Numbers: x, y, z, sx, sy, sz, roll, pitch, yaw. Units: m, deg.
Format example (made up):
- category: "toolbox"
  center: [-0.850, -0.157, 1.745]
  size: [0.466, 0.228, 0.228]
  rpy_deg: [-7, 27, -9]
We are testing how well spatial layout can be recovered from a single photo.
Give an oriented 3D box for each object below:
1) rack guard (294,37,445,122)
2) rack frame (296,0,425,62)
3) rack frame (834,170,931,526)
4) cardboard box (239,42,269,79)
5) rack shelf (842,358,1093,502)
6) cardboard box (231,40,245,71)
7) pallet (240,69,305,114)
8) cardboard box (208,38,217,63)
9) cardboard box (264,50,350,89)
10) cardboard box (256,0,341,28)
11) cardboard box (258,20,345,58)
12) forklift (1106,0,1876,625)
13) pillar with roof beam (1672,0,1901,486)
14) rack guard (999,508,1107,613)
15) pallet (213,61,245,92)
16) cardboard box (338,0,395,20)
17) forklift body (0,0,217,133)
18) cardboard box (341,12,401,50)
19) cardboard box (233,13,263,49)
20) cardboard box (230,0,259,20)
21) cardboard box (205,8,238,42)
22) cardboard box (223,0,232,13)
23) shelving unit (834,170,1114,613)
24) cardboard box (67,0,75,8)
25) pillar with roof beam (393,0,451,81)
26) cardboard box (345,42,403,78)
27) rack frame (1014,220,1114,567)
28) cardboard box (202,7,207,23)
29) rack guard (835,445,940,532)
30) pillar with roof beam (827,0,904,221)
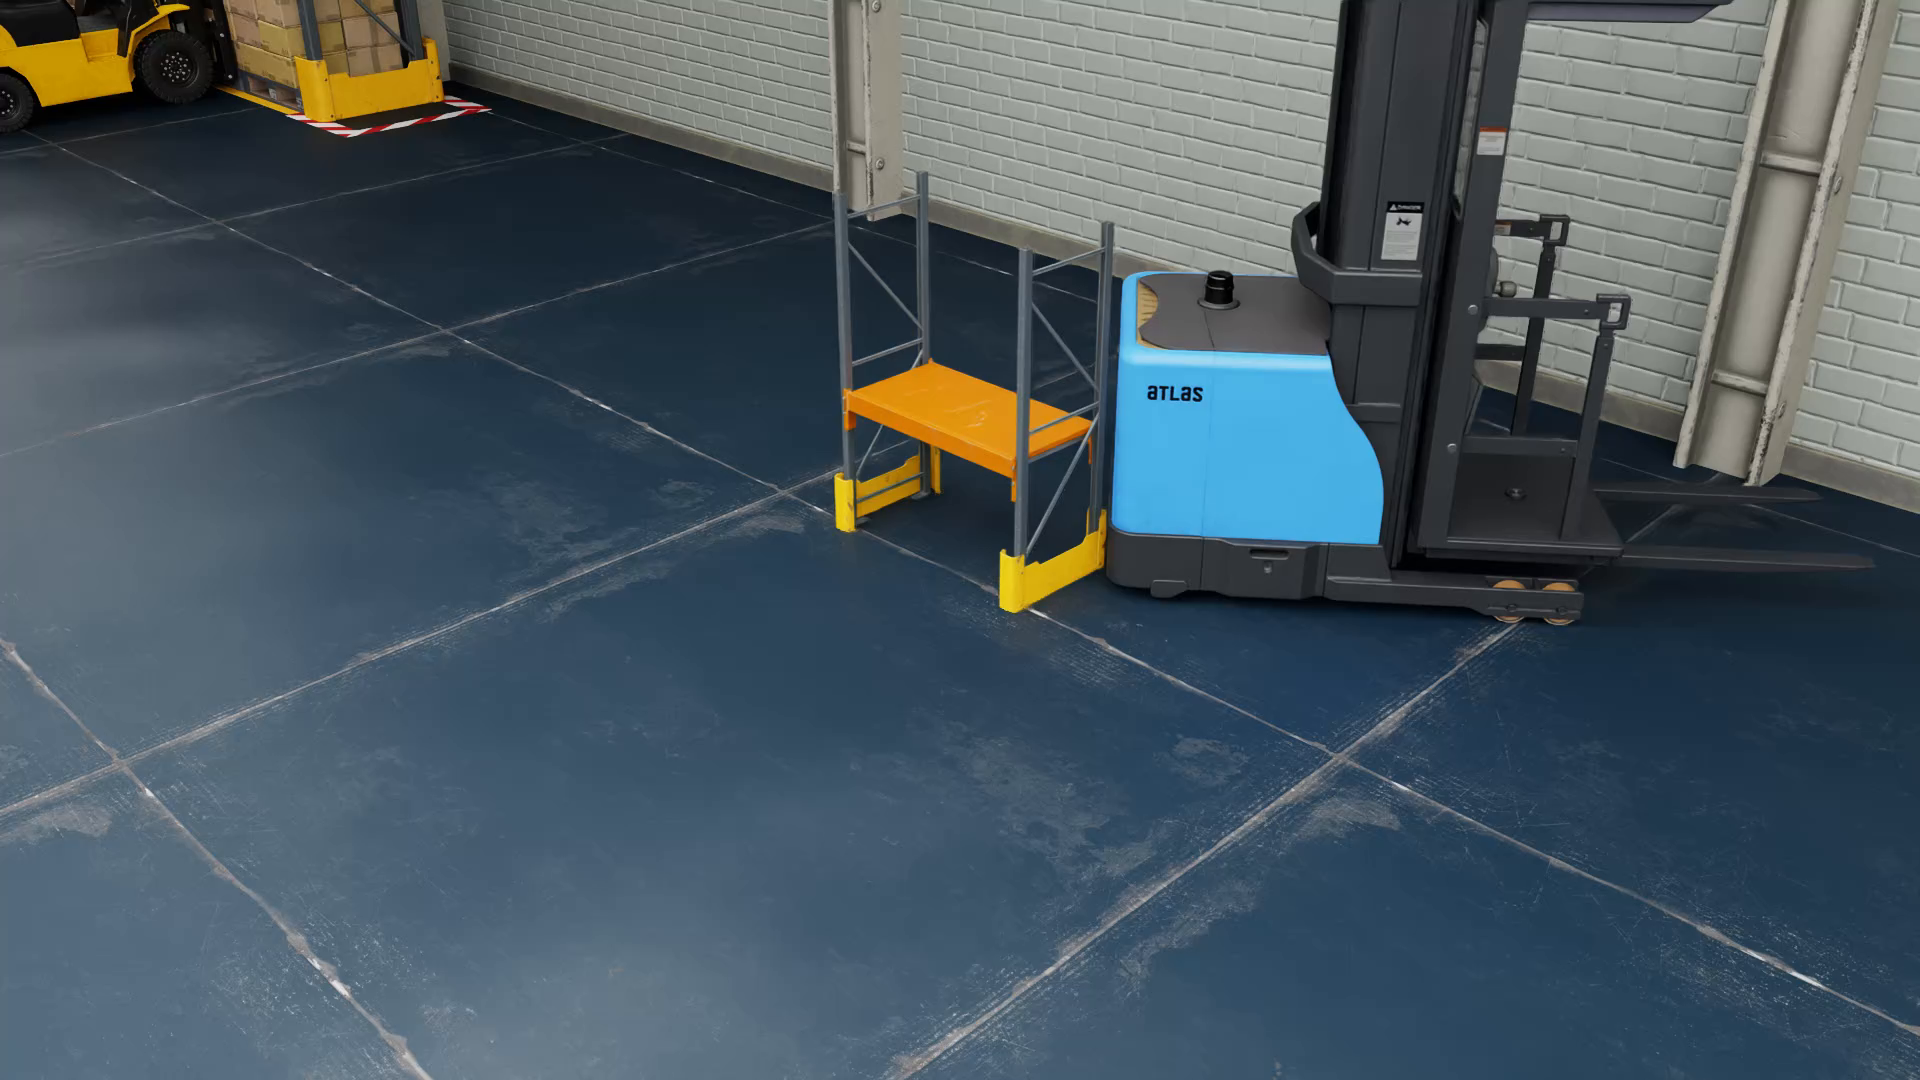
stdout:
- category: "rack guard"
  center: [-5.031, -3.946, 14.217]
  size: [0.348, 0.500, 1.175]
  rpy_deg: [25, 36, 38]
- category: "rack frame"
  center: [-5.048, -5.060, 13.651]
  size: [0.127, 3.000, 1.000]
  rpy_deg: [25, 36, 38]
- category: "rack frame"
  center: [-0.319, -0.804, 7.168]
  size: [0.032, 1.500, 0.500]
  rpy_deg: [25, 37, 39]
- category: "cardboard box"
  center: [-5.953, -4.243, 14.599]
  size: [0.500, 0.250, 0.500]
  rpy_deg: [25, 36, 38]
- category: "rack shelf"
  center: [0.041, -0.478, 6.934]
  size: [1.000, 0.185, 0.538]
  rpy_deg: [25, 37, 39]
- category: "cardboard box"
  center: [-6.303, -4.409, 14.916]
  size: [0.500, 0.250, 0.500]
  rpy_deg: [-25, 37, -39]
- category: "pallet"
  center: [-5.623, -4.062, 14.748]
  size: [1.213, 0.211, 1.003]
  rpy_deg: [25, 36, 38]
- category: "cardboard box"
  center: [-6.689, -4.571, 15.224]
  size: [0.500, 0.250, 0.500]
  rpy_deg: [-24, 36, -38]
- category: "cardboard box"
  center: [-5.605, -4.078, 14.285]
  size: [0.500, 0.250, 0.500]
  rpy_deg: [25, 37, 39]
- category: "cardboard box"
  center: [-5.595, -4.518, 14.049]
  size: [0.500, 0.250, 0.500]
  rpy_deg: [-24, 36, -38]
- category: "cardboard box"
  center: [-5.614, -4.305, 14.181]
  size: [0.500, 0.250, 0.500]
  rpy_deg: [24, 36, 38]
- category: "forklift"
  center: [2.149, -1.219, 6.420]
  size: [3.031, 2.935, 1.130]
  rpy_deg: [3, 28, 5]
- category: "pillar with roof beam"
  center: [0.626, -2.898, 3.092]
  size: [0.400, 9.000, 9.100]
  rpy_deg: [25, 36, 38]
- category: "rack guard"
  center: [0.388, 0.076, 6.836]
  size: [0.087, 0.250, 0.587]
  rpy_deg: [25, 37, 39]
- category: "pallet"
  center: [-6.489, -4.460, 15.505]
  size: [1.213, 0.211, 1.003]
  rpy_deg: [25, 36, 38]
- category: "cardboard box"
  center: [-5.258, -4.691, 14.378]
  size: [0.500, 0.250, 0.500]
  rpy_deg: [24, 36, 38]
- category: "forklift body"
  center: [-7.679, -4.698, 13.873]
  size: [1.214, 2.155, 2.313]
  rpy_deg: [25, 36, 38]
- category: "cardboard box"
  center: [-5.238, -4.473, 14.499]
  size: [0.500, 0.250, 0.500]
  rpy_deg: [-25, 36, -38]
- category: "cardboard box"
  center: [-5.965, -4.473, 14.499]
  size: [0.500, 0.250, 0.500]
  rpy_deg: [24, 36, 38]
- category: "cardboard box"
  center: [-5.963, -4.683, 14.362]
  size: [0.500, 0.250, 0.500]
  rpy_deg: [-25, 36, -38]
- category: "cardboard box"
  center: [-6.347, -4.634, 14.806]
  size: [0.500, 0.250, 0.500]
  rpy_deg: [24, 36, 37]
- category: "cardboard box"
  center: [-6.330, -4.844, 14.669]
  size: [0.500, 0.250, 0.500]
  rpy_deg: [-25, 37, -39]
- category: "shelving unit"
  center: [0.034, -0.640, 6.856]
  size: [1.083, 1.500, 0.587]
  rpy_deg: [25, 37, 39]
- category: "cardboard box"
  center: [-8.828, -5.923, 17.391]
  size: [0.625, 0.625, 0.875]
  rpy_deg: [24, 36, 38]
- category: "pillar with roof beam"
  center: [-7.931, -6.813, 10.538]
  size: [0.400, 9.000, 9.100]
  rpy_deg: [25, 36, 38]
- category: "cardboard box"
  center: [-5.261, -4.254, 14.621]
  size: [0.500, 0.250, 0.500]
  rpy_deg: [25, 37, 39]
- category: "rack frame"
  center: [0.401, -0.471, 6.533]
  size: [0.032, 1.500, 0.500]
  rpy_deg: [25, 37, 39]
- category: "cardboard box"
  center: [-6.702, -4.799, 15.119]
  size: [0.500, 0.250, 0.500]
  rpy_deg: [24, 36, 38]
- category: "rack guard"
  center: [-0.319, -0.251, 7.458]
  size: [0.087, 0.250, 0.587]
  rpy_deg: [25, 37, 39]
- category: "pillar with roof beam"
  center: [-3.653, -4.855, 6.815]
  size: [0.400, 9.000, 9.100]
  rpy_deg: [25, 36, 38]
